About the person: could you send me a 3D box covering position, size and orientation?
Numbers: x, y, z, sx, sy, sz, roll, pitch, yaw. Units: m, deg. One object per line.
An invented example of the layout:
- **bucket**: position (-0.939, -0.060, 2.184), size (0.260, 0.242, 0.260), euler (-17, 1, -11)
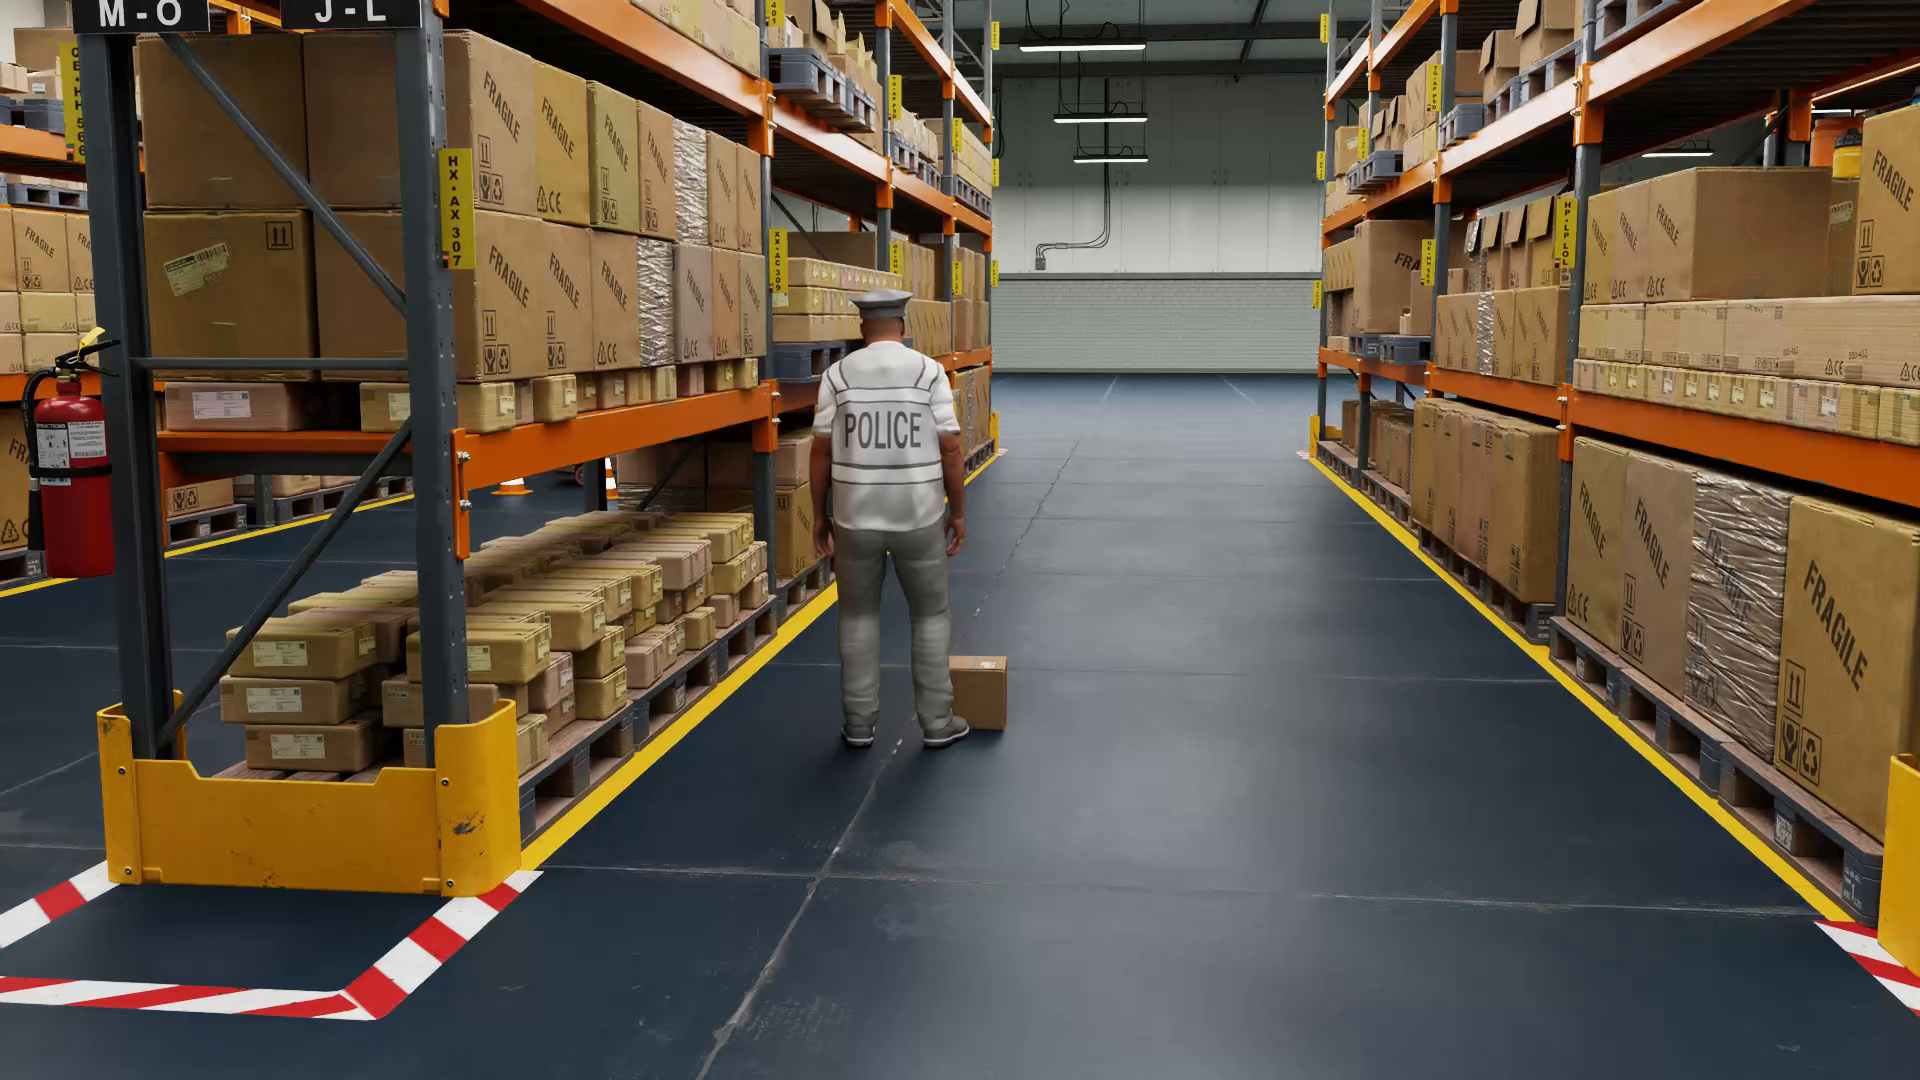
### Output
- **person**: position (-0.272, -0.081, 6.366), size (0.604, 1.750, 0.428), euler (0, 8, 3)
